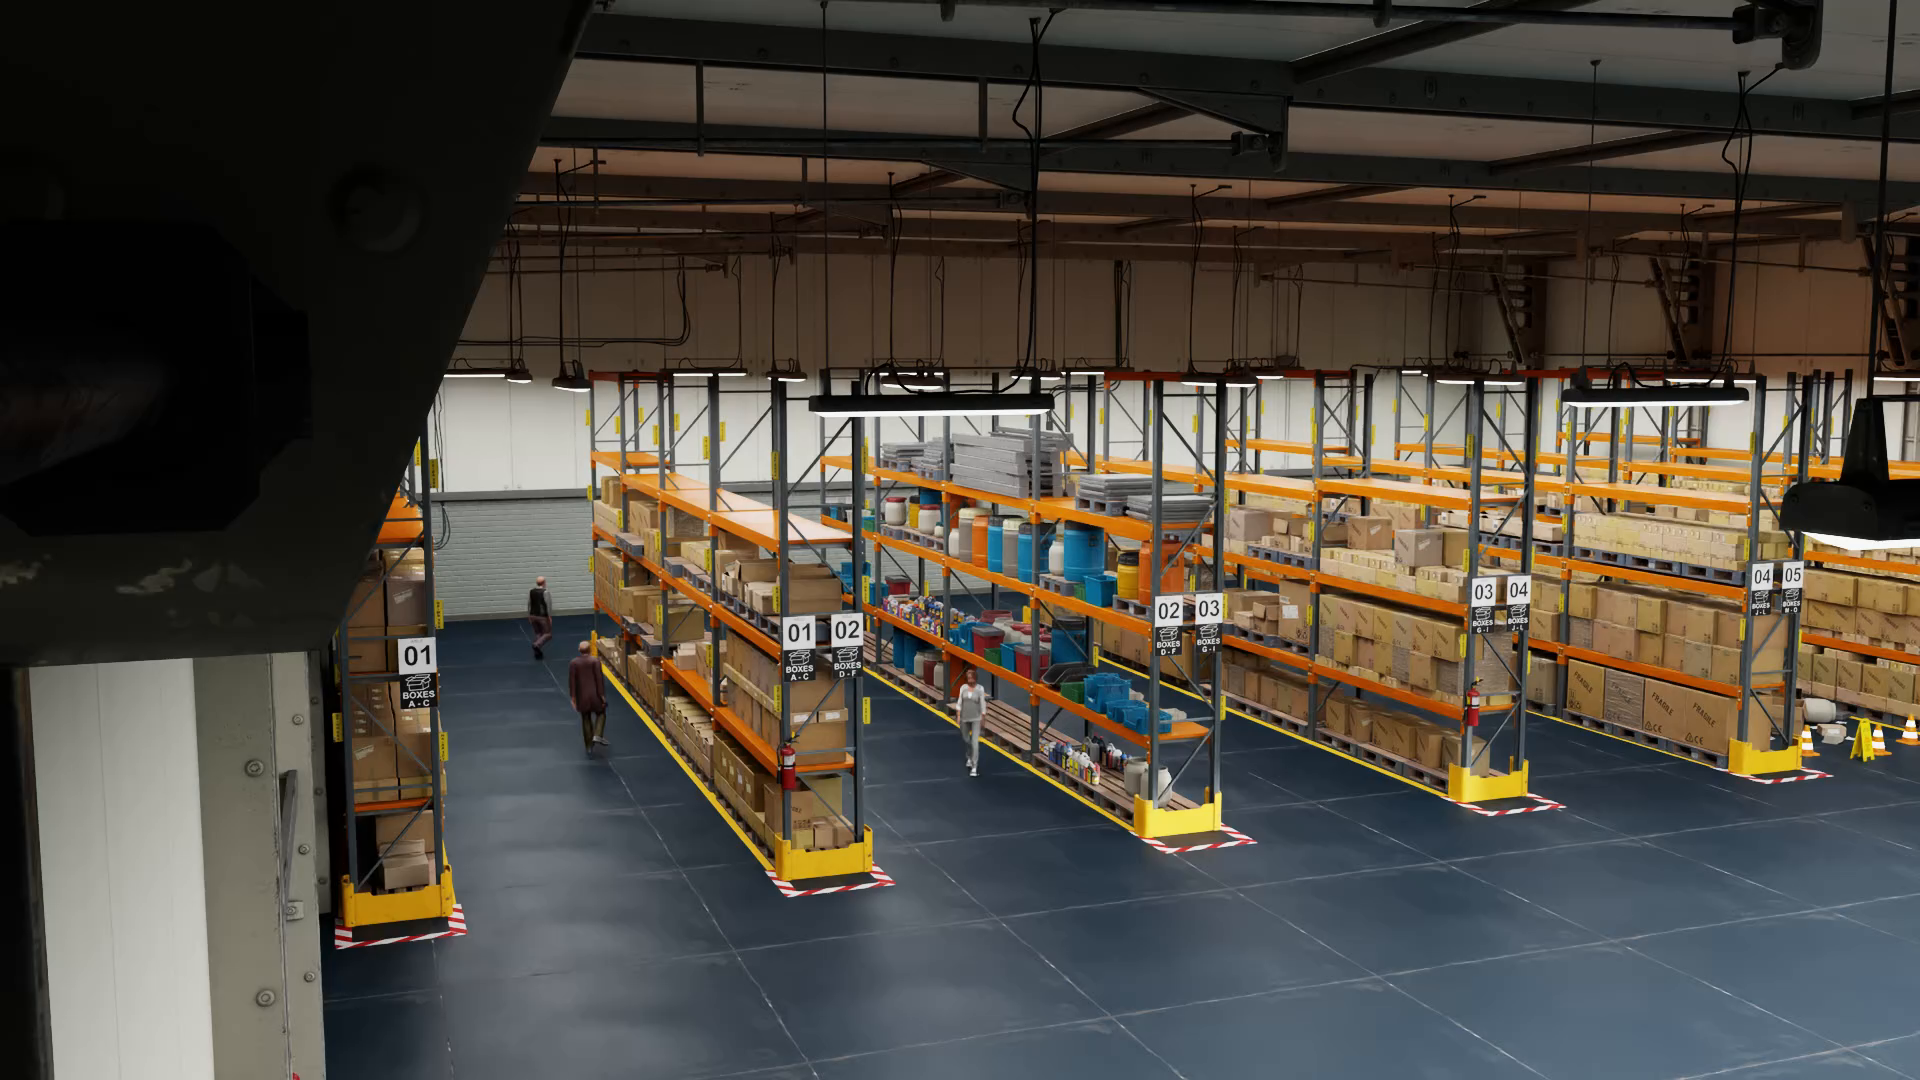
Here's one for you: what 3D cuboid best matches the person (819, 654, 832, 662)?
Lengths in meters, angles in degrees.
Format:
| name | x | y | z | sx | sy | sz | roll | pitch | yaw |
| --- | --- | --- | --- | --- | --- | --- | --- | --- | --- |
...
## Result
| name | x | y | z | sx | sy | sz | roll | pitch | yaw |
| --- | --- | --- | --- | --- | --- | --- | --- | --- | --- |
| person | -2.587 | 1.890 | 30.258 | 0.583 | 1.602 | 1.150 | -2 | 7 | -17 |

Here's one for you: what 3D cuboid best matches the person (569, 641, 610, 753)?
| name | x | y | z | sx | sy | sz | roll | pitch | yaw |
| --- | --- | --- | --- | --- | --- | --- | --- | --- | --- |
| person | -5.903 | 2.494 | 26.479 | 0.626 | 1.769 | 0.571 | -1 | 6 | -10 |

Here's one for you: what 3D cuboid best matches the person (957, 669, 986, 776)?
| name | x | y | z | sx | sy | sz | roll | pitch | yaw |
| --- | --- | --- | --- | --- | --- | --- | --- | --- | --- |
| person | 0.162 | 2.739 | 25.212 | 0.422 | 1.564 | 0.802 | 2 | 7 | 18 |

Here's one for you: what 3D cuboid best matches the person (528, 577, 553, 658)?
| name | x | y | z | sx | sy | sz | roll | pitch | yaw |
| --- | --- | --- | --- | --- | --- | --- | --- | --- | --- |
| person | -8.807 | 1.628 | 34.703 | 0.640 | 1.703 | 0.563 | 3 | 7 | 23 |
